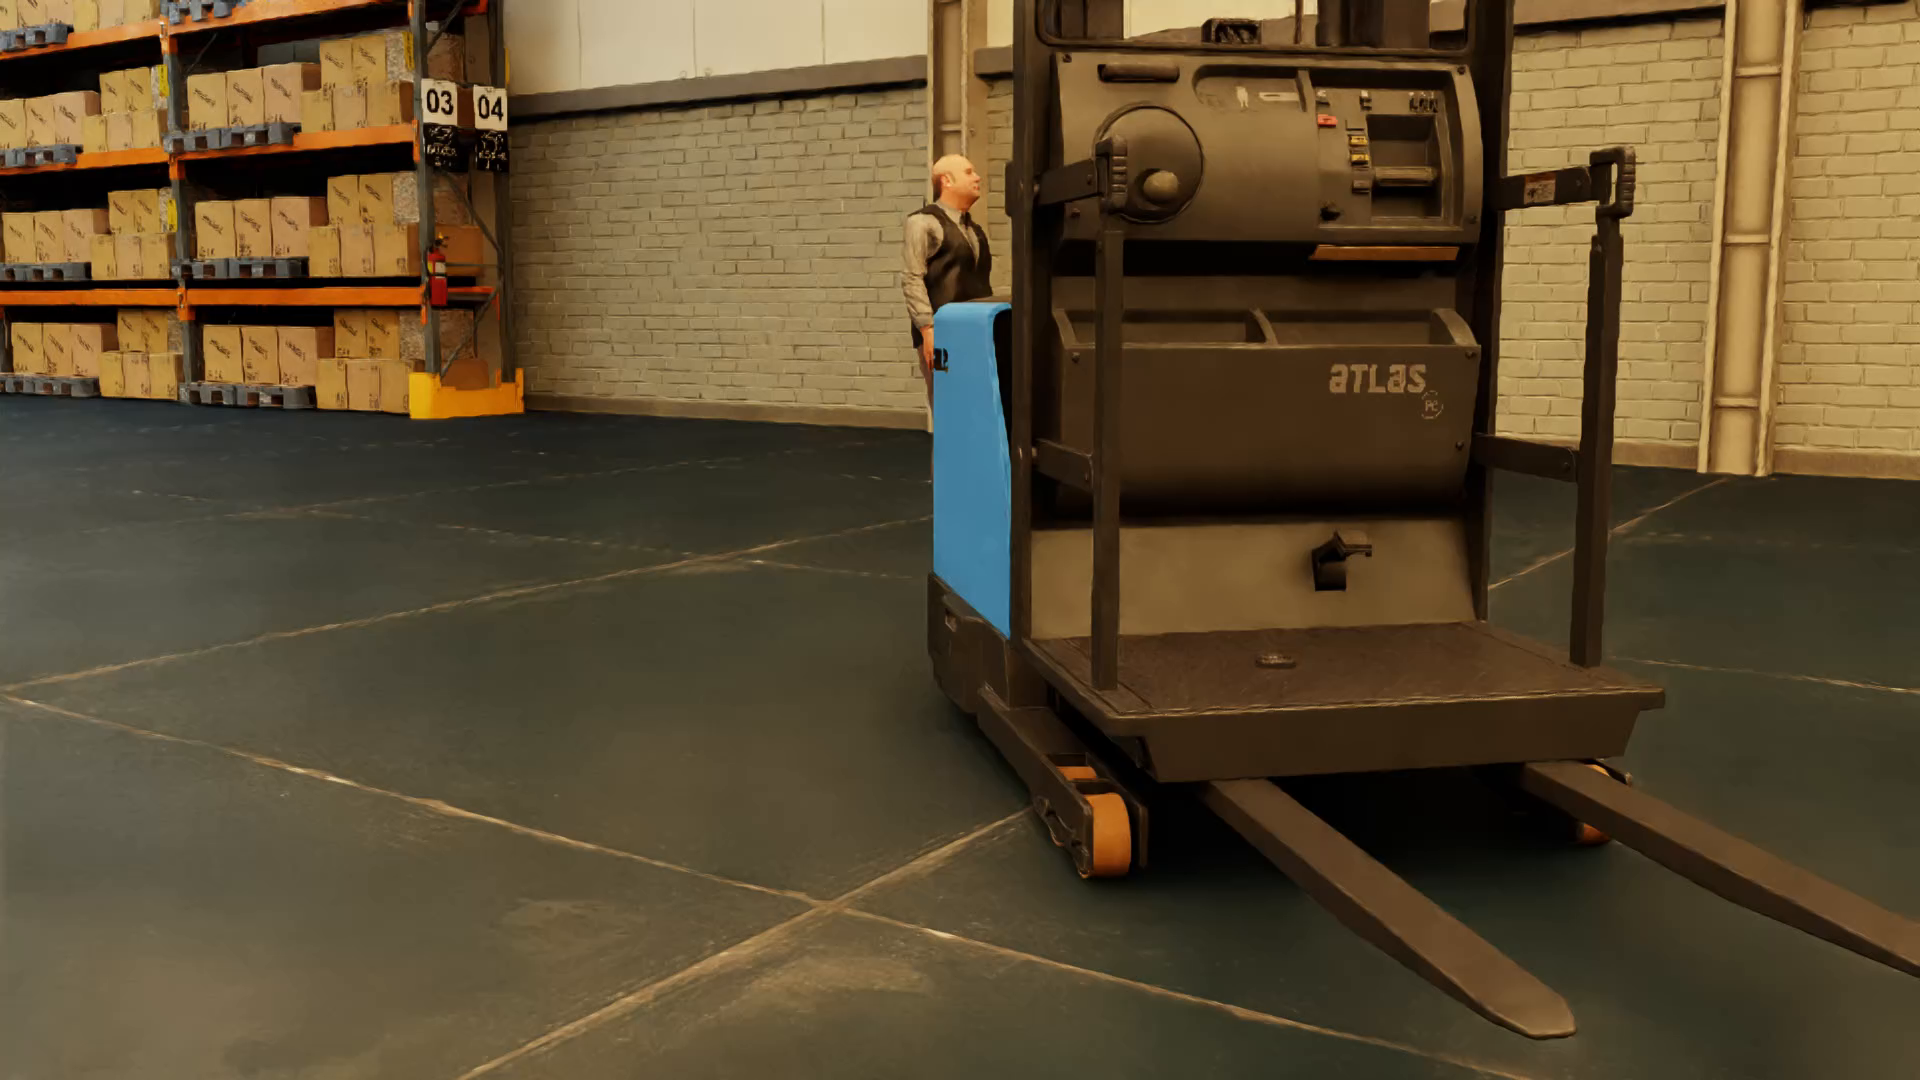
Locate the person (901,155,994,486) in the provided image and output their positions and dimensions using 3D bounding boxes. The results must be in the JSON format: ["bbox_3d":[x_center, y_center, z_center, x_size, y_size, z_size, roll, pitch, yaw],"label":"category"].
[{"bbox_3d":[0.047,-0.853,7.440,0.567,1.720,0.632,5,10,34],"label":"person"}]

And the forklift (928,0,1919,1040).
[{"bbox_3d":[0.701,-0.869,3.304,1.130,2.935,3.031,-2,8,-11],"label":"forklift"}]
